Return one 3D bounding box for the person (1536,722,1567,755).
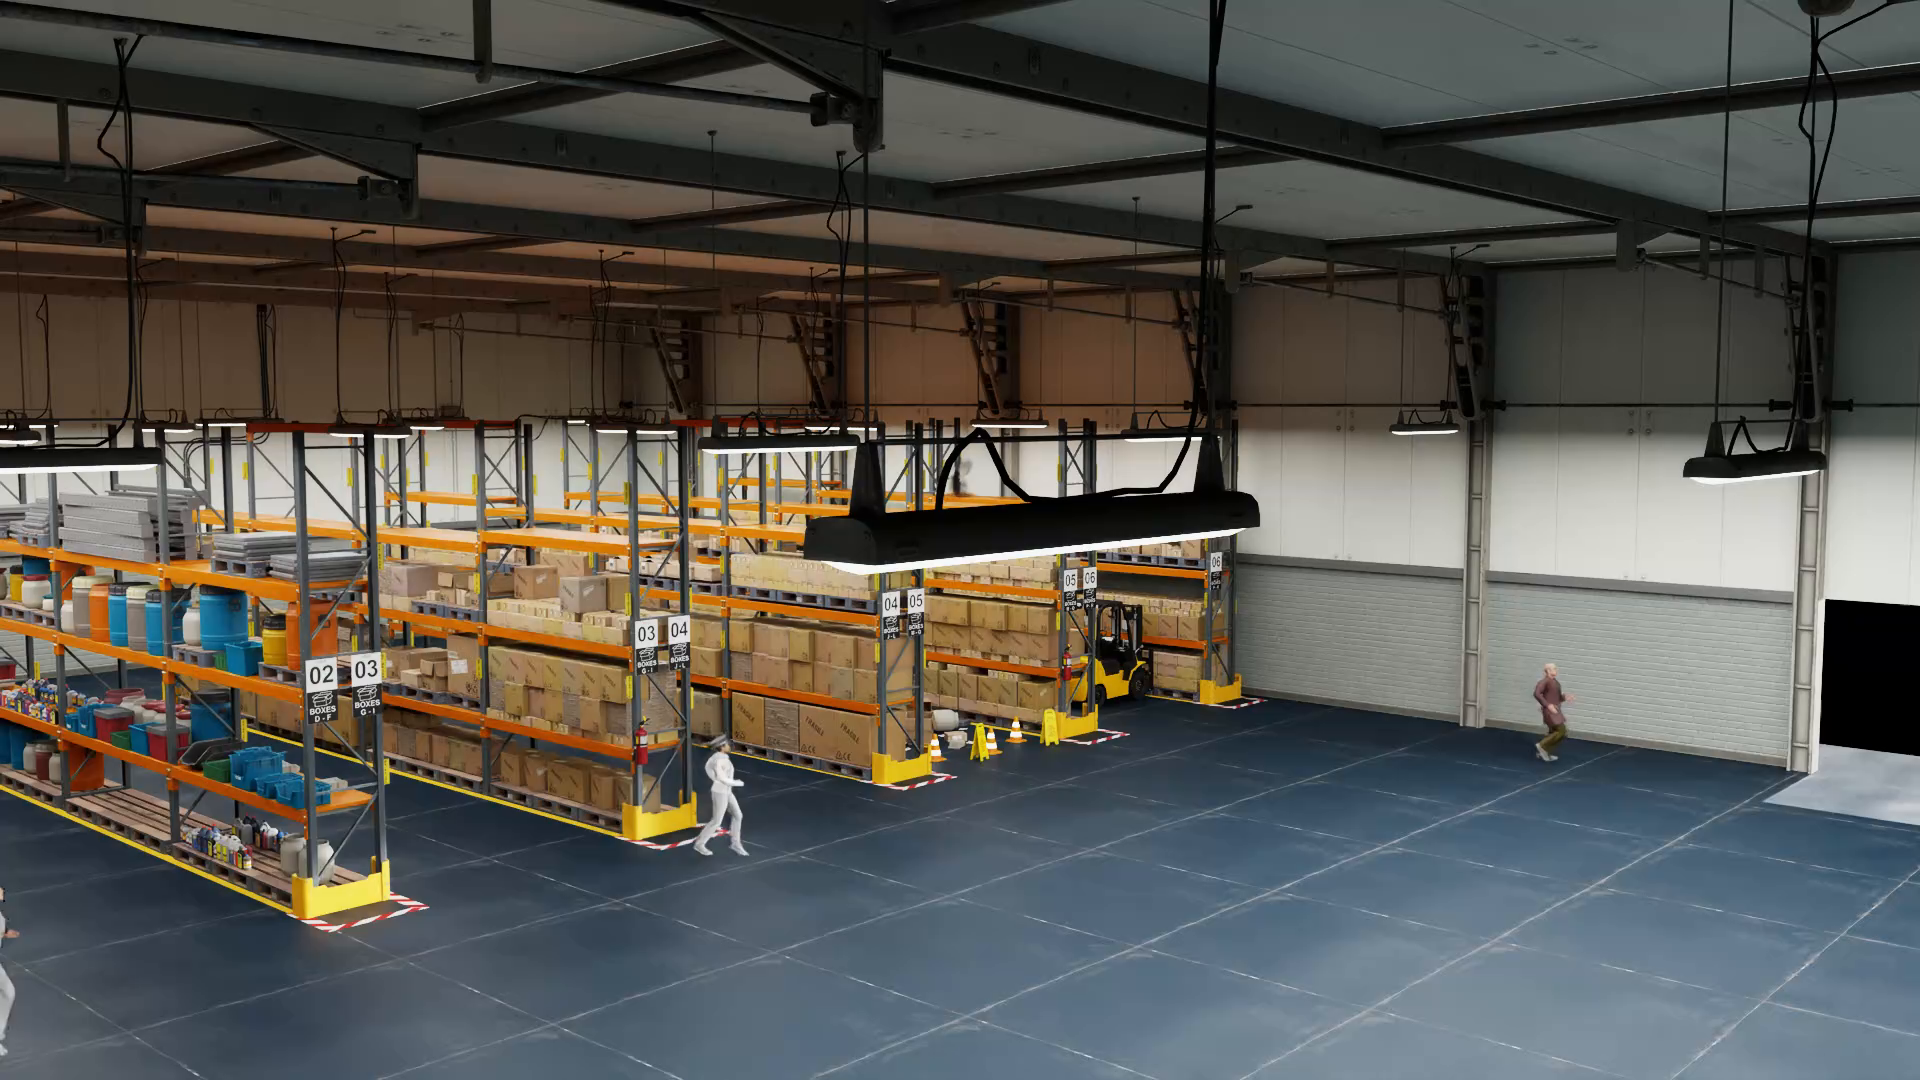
[{"bbox_3d":[10.493,3.366,29.460,0.525,0.969,0.389,3,5,30],"label":"person"}]

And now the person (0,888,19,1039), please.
[{"bbox_3d":[-9.621,4.101,16.325,0.692,1.547,0.551,-2,5,-22],"label":"person"}]

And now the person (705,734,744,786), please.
[{"bbox_3d":[-3.308,3.156,23.298,0.567,0.861,0.653,0,5,-6],"label":"person"}]
